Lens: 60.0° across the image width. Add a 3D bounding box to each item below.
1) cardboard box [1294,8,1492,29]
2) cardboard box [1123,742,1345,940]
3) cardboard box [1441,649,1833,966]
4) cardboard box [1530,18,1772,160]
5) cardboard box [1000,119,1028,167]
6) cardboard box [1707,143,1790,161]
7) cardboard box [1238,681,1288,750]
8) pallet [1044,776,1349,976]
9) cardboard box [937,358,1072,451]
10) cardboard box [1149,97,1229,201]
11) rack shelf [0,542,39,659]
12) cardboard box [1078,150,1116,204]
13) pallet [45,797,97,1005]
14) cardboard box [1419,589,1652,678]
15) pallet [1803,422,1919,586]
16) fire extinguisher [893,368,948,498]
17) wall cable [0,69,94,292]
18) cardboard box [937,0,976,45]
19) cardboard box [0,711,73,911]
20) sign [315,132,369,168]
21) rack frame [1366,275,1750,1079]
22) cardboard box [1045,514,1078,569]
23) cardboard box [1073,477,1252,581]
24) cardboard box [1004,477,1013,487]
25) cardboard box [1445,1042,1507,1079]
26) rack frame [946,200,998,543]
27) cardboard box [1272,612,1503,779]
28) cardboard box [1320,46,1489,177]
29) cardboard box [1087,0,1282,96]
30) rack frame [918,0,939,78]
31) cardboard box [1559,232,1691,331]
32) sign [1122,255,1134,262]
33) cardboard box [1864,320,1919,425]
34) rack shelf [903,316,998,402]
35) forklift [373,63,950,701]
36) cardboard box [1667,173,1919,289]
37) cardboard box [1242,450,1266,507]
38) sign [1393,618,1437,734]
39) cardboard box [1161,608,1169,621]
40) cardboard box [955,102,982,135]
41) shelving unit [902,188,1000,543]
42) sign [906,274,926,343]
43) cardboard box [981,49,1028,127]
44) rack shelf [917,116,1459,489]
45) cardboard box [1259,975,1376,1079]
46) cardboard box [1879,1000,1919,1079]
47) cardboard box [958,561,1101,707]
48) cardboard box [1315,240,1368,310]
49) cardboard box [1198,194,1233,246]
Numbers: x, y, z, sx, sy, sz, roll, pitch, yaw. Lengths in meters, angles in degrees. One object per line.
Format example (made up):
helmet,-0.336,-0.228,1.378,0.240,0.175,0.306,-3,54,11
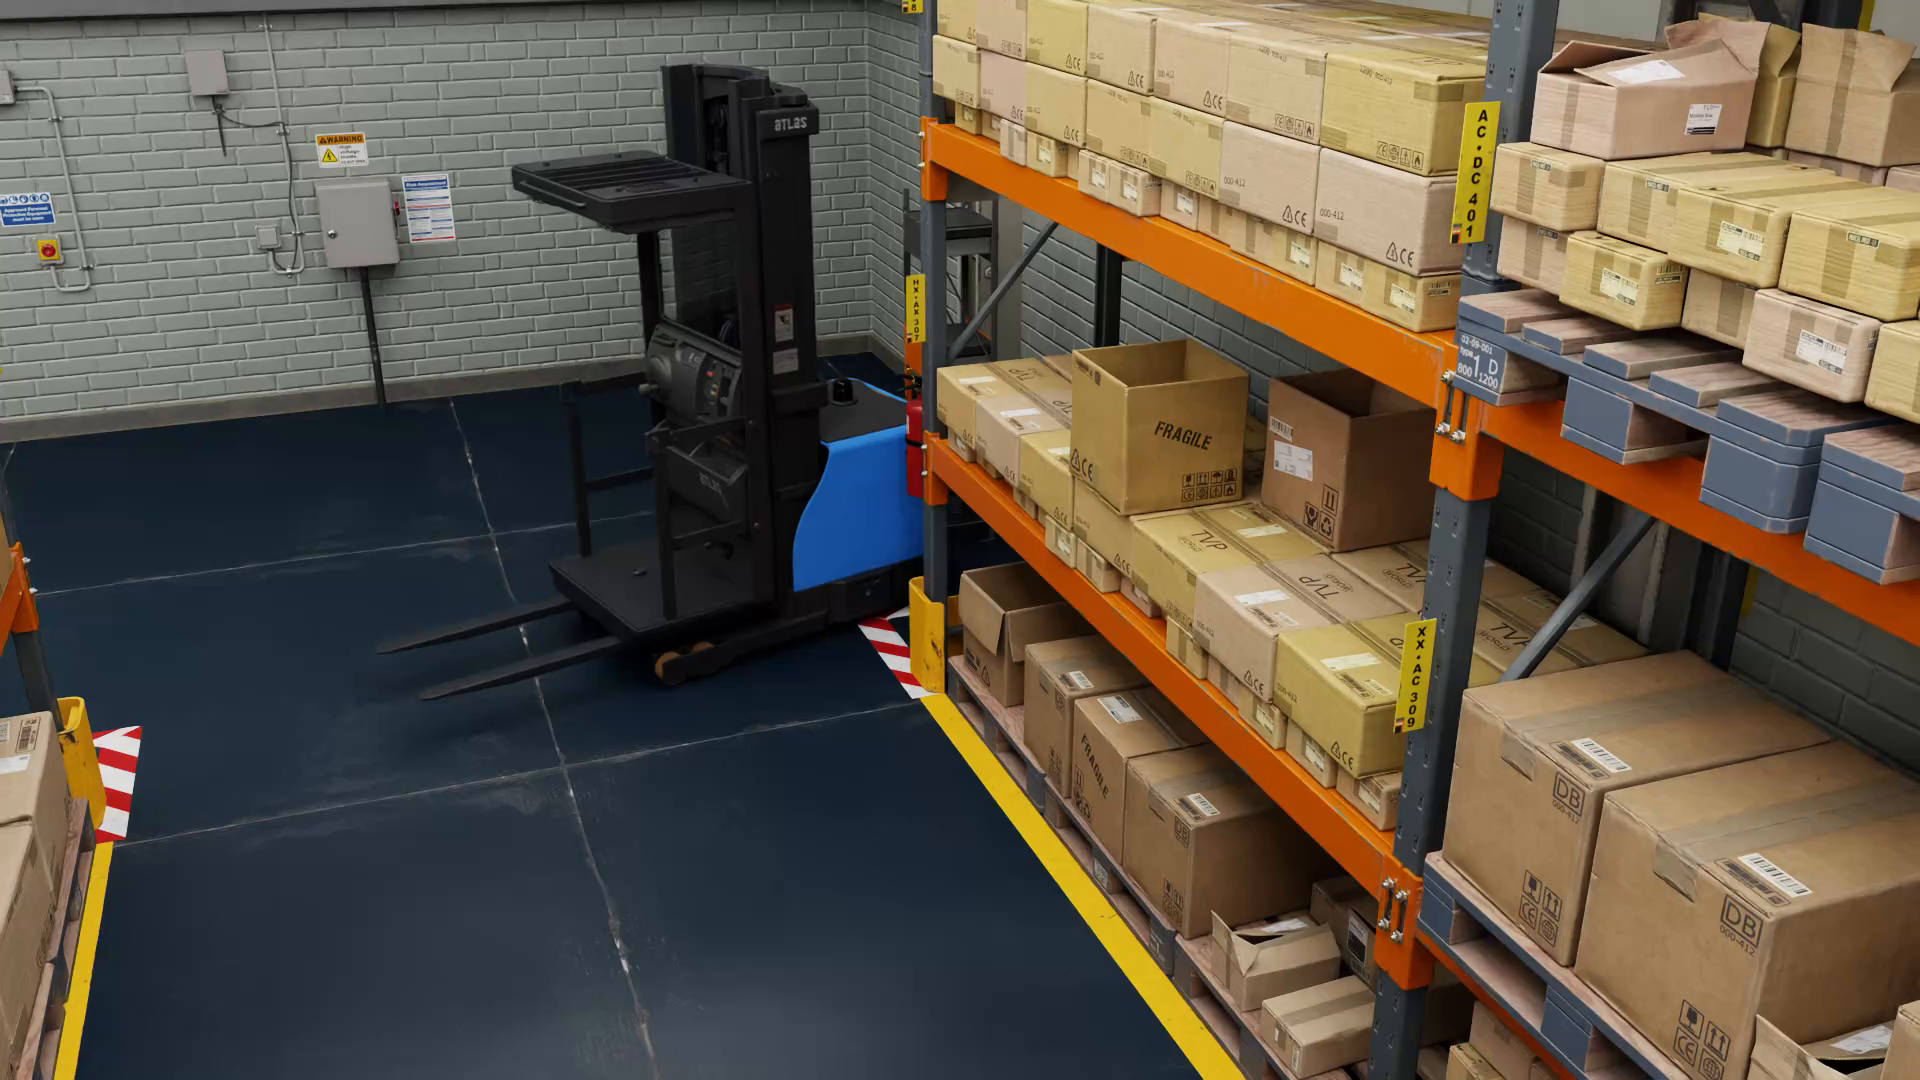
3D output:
cardboard box,1.429,-1.586,5.455,0.500,0.250,0.500,-9,24,-20
cardboard box,1.062,1.117,6.414,0.700,0.500,0.500,-9,25,-21
cardboard box,1.677,0.651,4.174,0.700,0.500,0.500,-8,24,-18
cardboard box,1.495,-0.993,3.618,0.396,0.266,0.258,-9,24,-20
cardboard box,0.381,-1.596,6.636,0.380,0.149,0.250,-8,24,-18
cardboard box,1.930,-0.866,3.852,0.380,0.149,0.250,-9,24,-20
cardboard box,1.140,0.536,5.440,0.380,0.149,0.250,-8,24,-18
pallet,1.039,1.276,6.952,1.003,0.211,1.213,-8,24,-19
cardboard box,0.210,-0.635,7.706,0.500,0.250,0.500,-8,24,-19
cardboard box,0.947,-1.282,5.378,0.500,0.250,0.500,-8,24,-18
rack shelf,-3.634,0.971,5.010,1.077,0.370,4.000,-8,24,-19
cardboard box,0.648,-1.318,5.976,0.380,0.149,0.250,-8,24,-19
pallet,-3.984,1.478,6.472,1.003,0.211,1.213,-8,24,-19
cardboard box,1.793,0.399,5.251,0.500,0.250,0.500,-9,24,-20
pallet,2.249,0.011,2.741,1.213,0.211,1.003,-8,24,-19
fire extinguisher,-0.182,-0.552,8.277,0.296,0.674,0.183,-8,24,-19
wall cable,-6.354,-2.615,11.244,0.585,1.953,0.123,-8,24,-19
cardboard box,0.224,-2.254,7.041,0.500,0.250,0.500,-9,24,-20
cardboard box,-4.013,1.126,6.474,0.875,0.438,0.875,-9,25,-21
sign,-4.462,-2.816,12.006,0.339,0.242,0.001,-8,24,-19
rack frame,1.715,0.684,4.765,1.000,3.000,0.127,-8,24,-19
cardboard box,0.570,-0.022,6.762,0.380,0.149,0.250,-9,24,-20
cardboard box,0.771,-0.086,6.401,0.500,0.250,0.500,-9,24,-20
cardboard box,0.420,-0.320,7.470,0.380,0.149,0.250,-9,24,-20
cardboard box,1.593,1.510,4.647,0.380,0.149,0.250,-7,24,-16
rack frame,0.028,-0.939,9.775,0.400,2.100,0.015,-8,24,-19
cardboard box,1.307,0.465,5.096,0.500,0.250,0.500,-8,24,-18
cardboard box,1.312,-1.147,4.413,0.500,0.250,0.500,-8,24,-19
cardboard box,0.766,-1.702,5.731,0.500,0.250,0.500,-8,24,-18
rack frame,0.302,-3.534,7.048,1.000,3.000,0.127,-8,24,-19
cardboard box,1.508,-0.560,3.509,0.380,0.149,0.250,-8,24,-18
sign,0.828,-1.517,8.090,0.100,0.325,0.005,-8,24,-19
cardboard box,1.812,-0.288,2.863,0.380,0.149,0.250,-9,24,-20
rack shelf,-0.059,-1.015,9.990,0.431,0.518,0.480,-8,24,-19
forklift,-1.543,-0.842,8.473,3.031,2.935,1.130,-16,28,-33
cardboard box,1.621,-0.605,3.233,0.380,0.149,0.250,-9,24,-20
cardboard box,1.249,-0.148,6.550,0.500,0.250,0.500,-8,24,-19
sign,1.210,0.362,4.413,0.100,0.325,0.005,-8,24,-19
cardboard box,0.969,0.239,6.145,0.380,0.149,0.250,-8,24,-18
cardboard box,0.197,-1.888,7.329,0.380,0.149,0.250,-8,24,-18
shelving unit,-0.059,-1.028,9.985,0.431,2.100,0.503,-8,24,-19
sign,-0.205,-1.094,7.868,0.100,0.325,0.005,-8,24,-19
cardboard box,0.402,-1.839,6.699,0.500,0.250,0.500,-8,24,-18
rack shelf,1.009,-1.093,6.046,1.077,0.370,4.000,-8,24,-19
cardboard box,1.244,1.642,5.622,0.380,0.149,0.250,-9,25,-21
cardboard box,2.137,1.124,3.051,0.700,0.500,0.500,-8,24,-19
cardboard box,0.430,0.423,8.058,0.797,0.503,0.637,-9,25,-21
cardboard box,1.228,-0.762,4.657,0.380,0.149,0.250,-8,24,-19
cardboard box,0.992,-1.052,5.344,0.380,0.149,0.250,-8,24,-17
